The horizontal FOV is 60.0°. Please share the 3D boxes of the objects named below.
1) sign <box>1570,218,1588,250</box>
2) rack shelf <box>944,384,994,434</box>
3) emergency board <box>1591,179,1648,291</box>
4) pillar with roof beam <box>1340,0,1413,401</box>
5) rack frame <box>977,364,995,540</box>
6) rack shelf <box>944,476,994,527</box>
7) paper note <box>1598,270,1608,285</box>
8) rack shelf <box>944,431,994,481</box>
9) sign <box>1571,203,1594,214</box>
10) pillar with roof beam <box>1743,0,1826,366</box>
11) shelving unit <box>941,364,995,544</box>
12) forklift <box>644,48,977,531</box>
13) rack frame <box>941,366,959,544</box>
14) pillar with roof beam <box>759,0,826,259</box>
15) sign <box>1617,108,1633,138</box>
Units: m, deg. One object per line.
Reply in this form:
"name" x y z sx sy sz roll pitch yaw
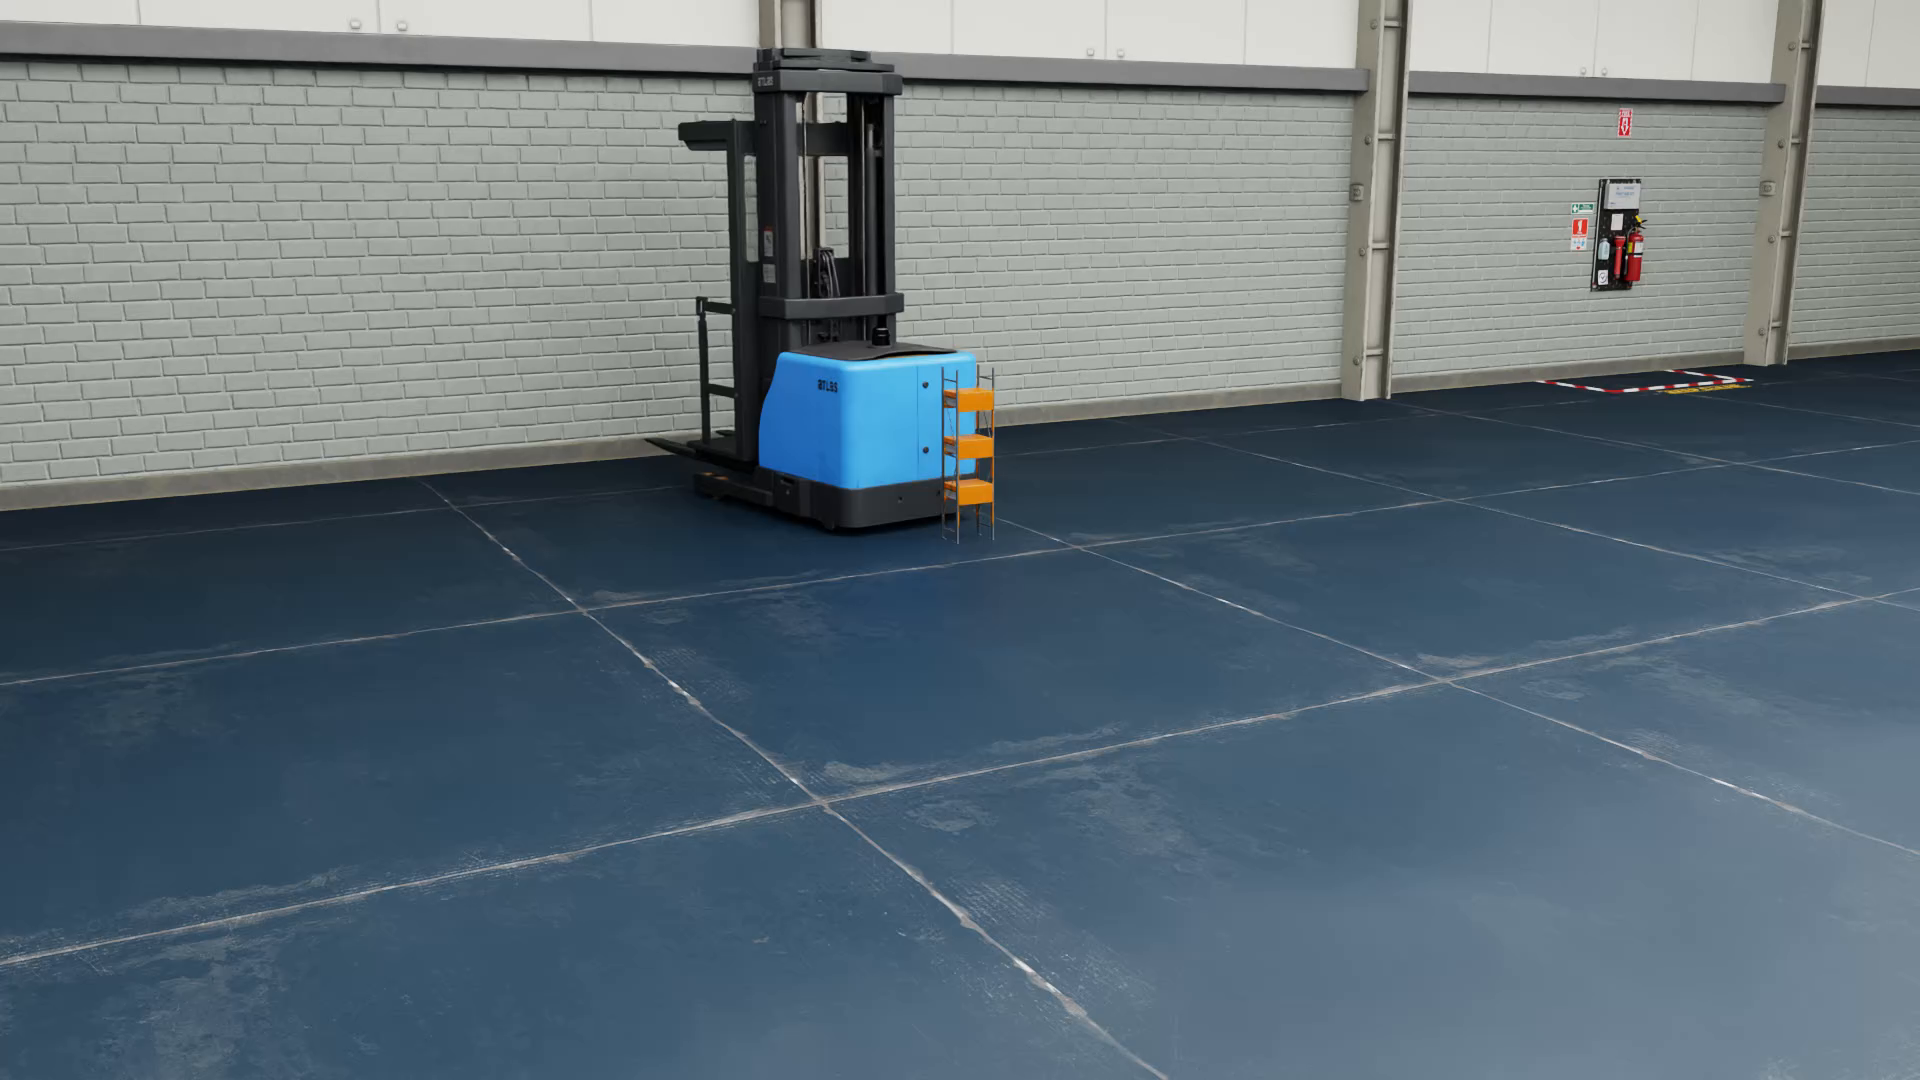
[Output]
"sign" 6.510 -3.213 17.474 0.234 0.329 0.001 -7 14 -28
"rack shelf" 0.047 -0.784 9.959 0.240 0.259 0.215 -7 14 -28
"emergency board" 7.044 -3.234 17.648 0.643 1.169 0.194 -7 14 -28
"pillar with roof beam" 6.028 -4.953 11.620 0.400 9.000 9.100 -7 14 -28
"rack frame" 0.154 -0.531 10.076 0.008 1.050 0.200 -7 14 -28
"rack shelf" 0.047 -0.236 10.082 0.240 0.259 0.215 -7 14 -28
"paper note" 6.856 -2.799 17.721 0.142 0.148 0.016 -7 14 -28
"rack shelf" 0.047 -0.507 10.021 0.240 0.259 0.215 -7 14 -28
"sign" 6.518 -3.471 17.410 0.331 0.109 0.001 -7 14 -28
"pillar with roof beam" 11.295 -5.584 14.425 0.400 9.000 9.100 -7 14 -28
"shelving unit" 0.047 -0.518 10.019 0.252 1.050 0.215 -7 14 -28
"forklift" -1.181 -1.756 11.236 1.130 2.935 3.031 -10 16 -37
"rack frame" -0.060 -0.505 9.962 0.008 1.050 0.200 -7 14 -28
"pillar with roof beam" 0.762 -4.321 8.816 0.400 9.000 9.100 -7 14 -28
"sign" 6.990 -4.383 17.475 0.199 0.298 0.001 -7 14 -28
